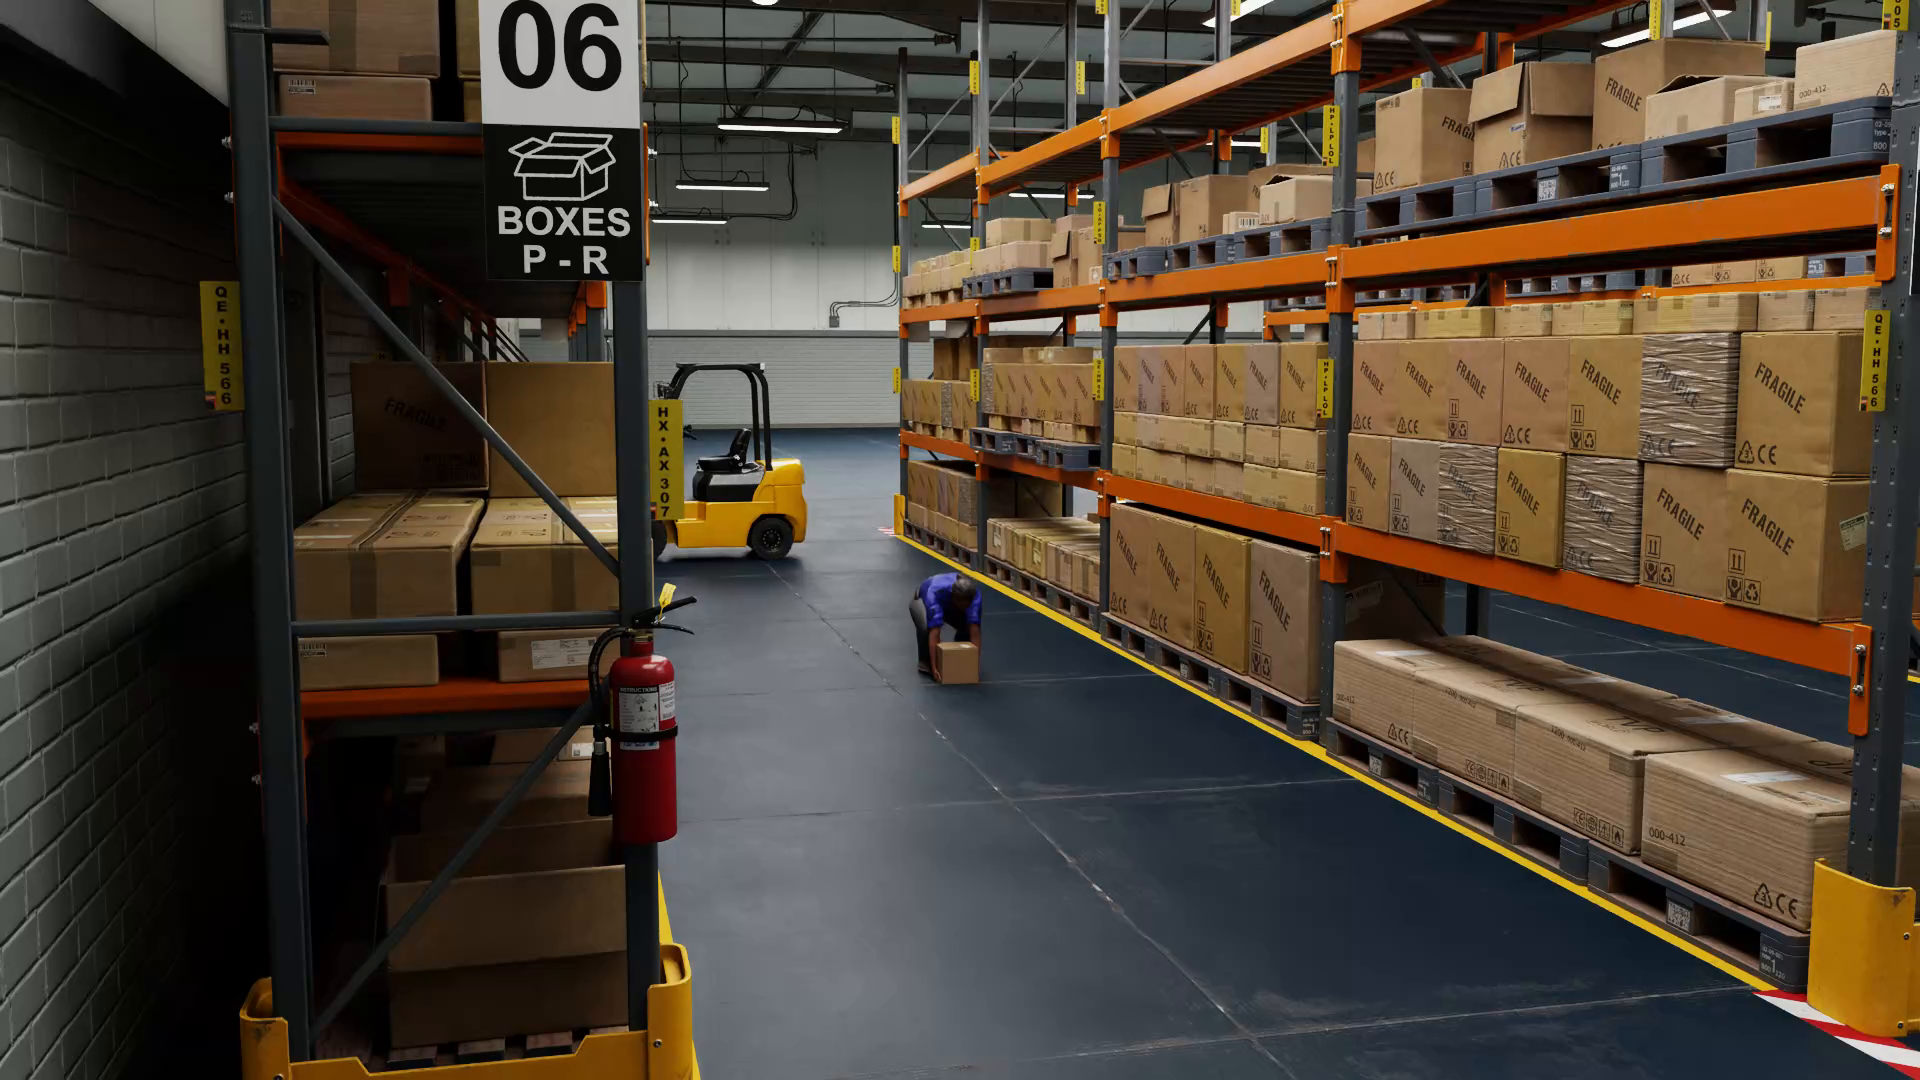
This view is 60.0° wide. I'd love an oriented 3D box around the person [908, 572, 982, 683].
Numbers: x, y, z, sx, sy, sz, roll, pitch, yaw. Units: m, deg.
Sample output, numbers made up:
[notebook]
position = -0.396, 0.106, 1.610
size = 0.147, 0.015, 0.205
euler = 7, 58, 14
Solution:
[person]
position = -0.091, 0.581, 11.710
size = 0.449, 0.751, 0.851
euler = -2, 6, -15
